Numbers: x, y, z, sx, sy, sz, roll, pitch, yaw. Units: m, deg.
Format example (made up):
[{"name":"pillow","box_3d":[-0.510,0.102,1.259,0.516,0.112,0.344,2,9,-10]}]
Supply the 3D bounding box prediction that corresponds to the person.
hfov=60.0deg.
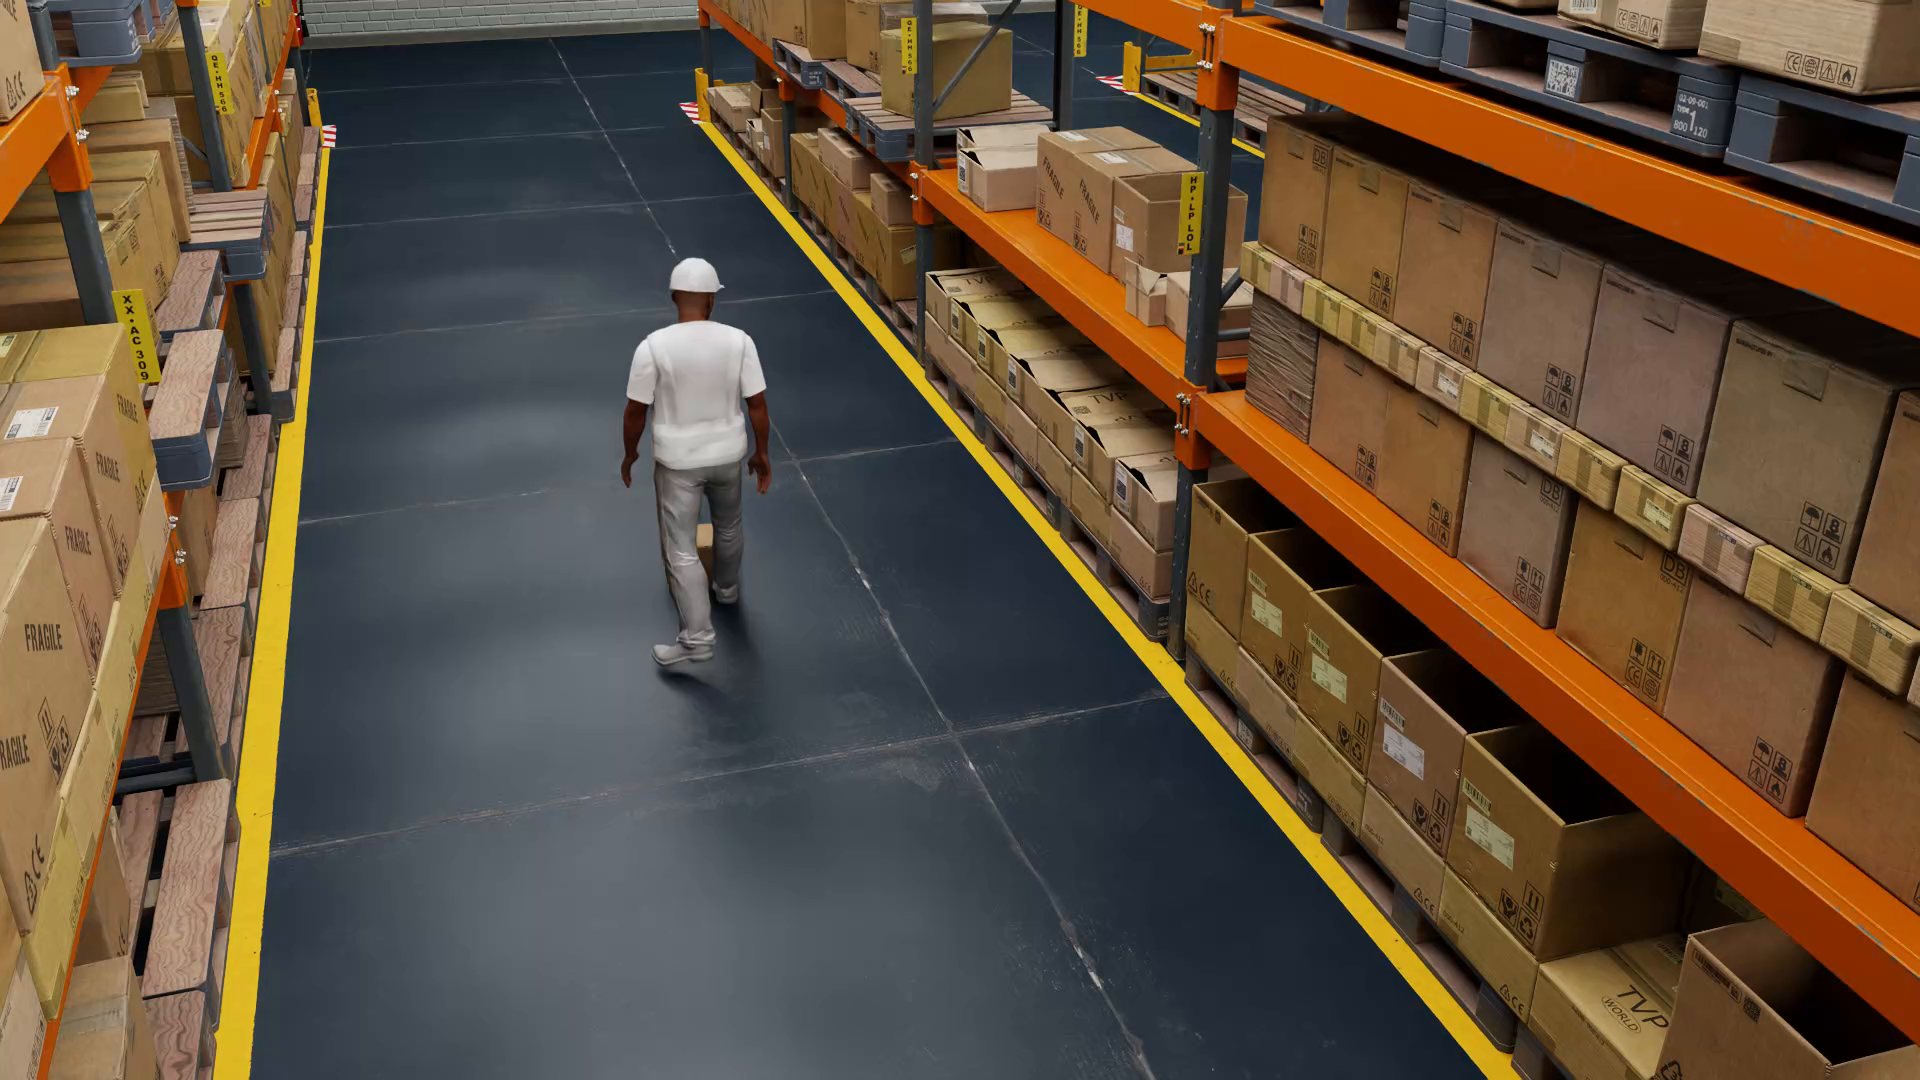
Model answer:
[{"name":"person","box_3d":[-1.178,-0.372,7.351,0.661,1.745,0.939,-12,29,-23]}]
